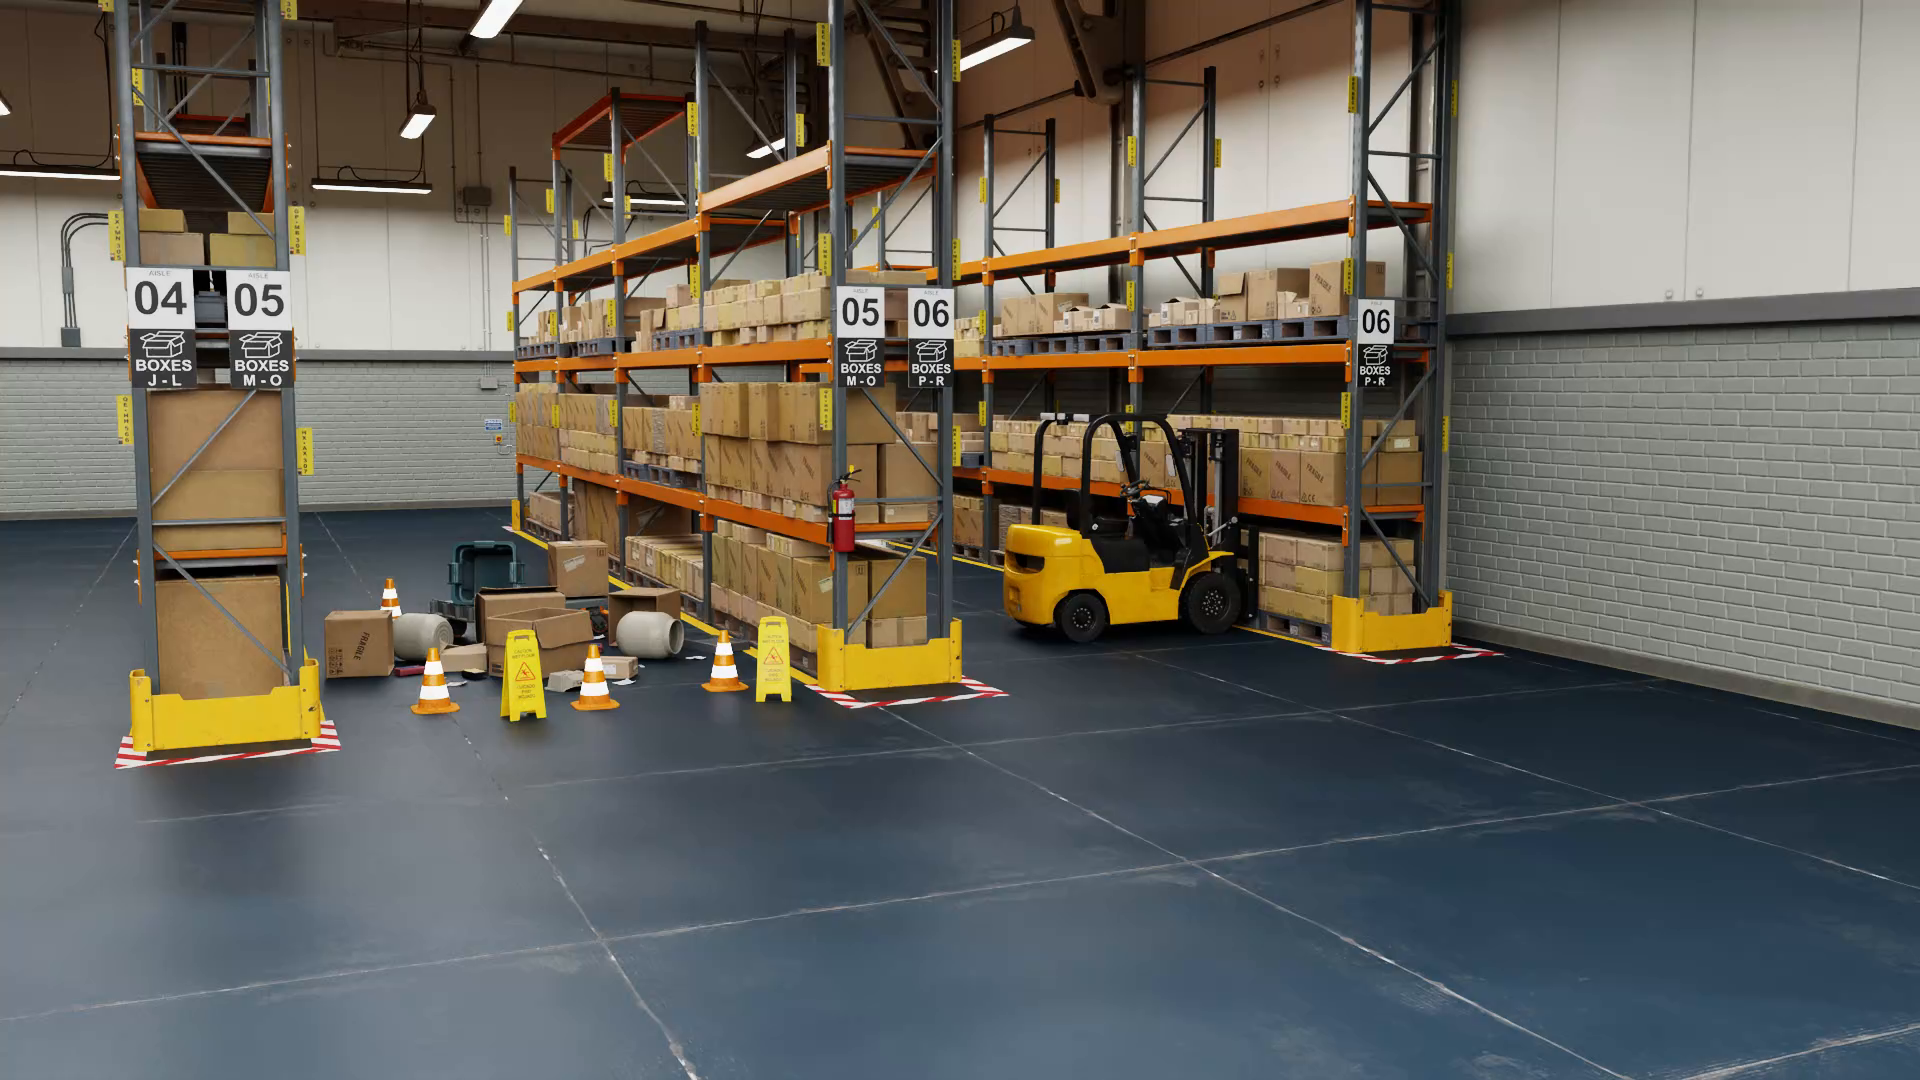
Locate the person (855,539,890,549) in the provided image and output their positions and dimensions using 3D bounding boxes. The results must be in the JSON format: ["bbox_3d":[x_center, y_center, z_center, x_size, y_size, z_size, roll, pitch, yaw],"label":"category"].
[{"bbox_3d":[-1.104,0.343,18.391,0.506,0.795,0.994,-3,6,-26],"label":"person"}]
